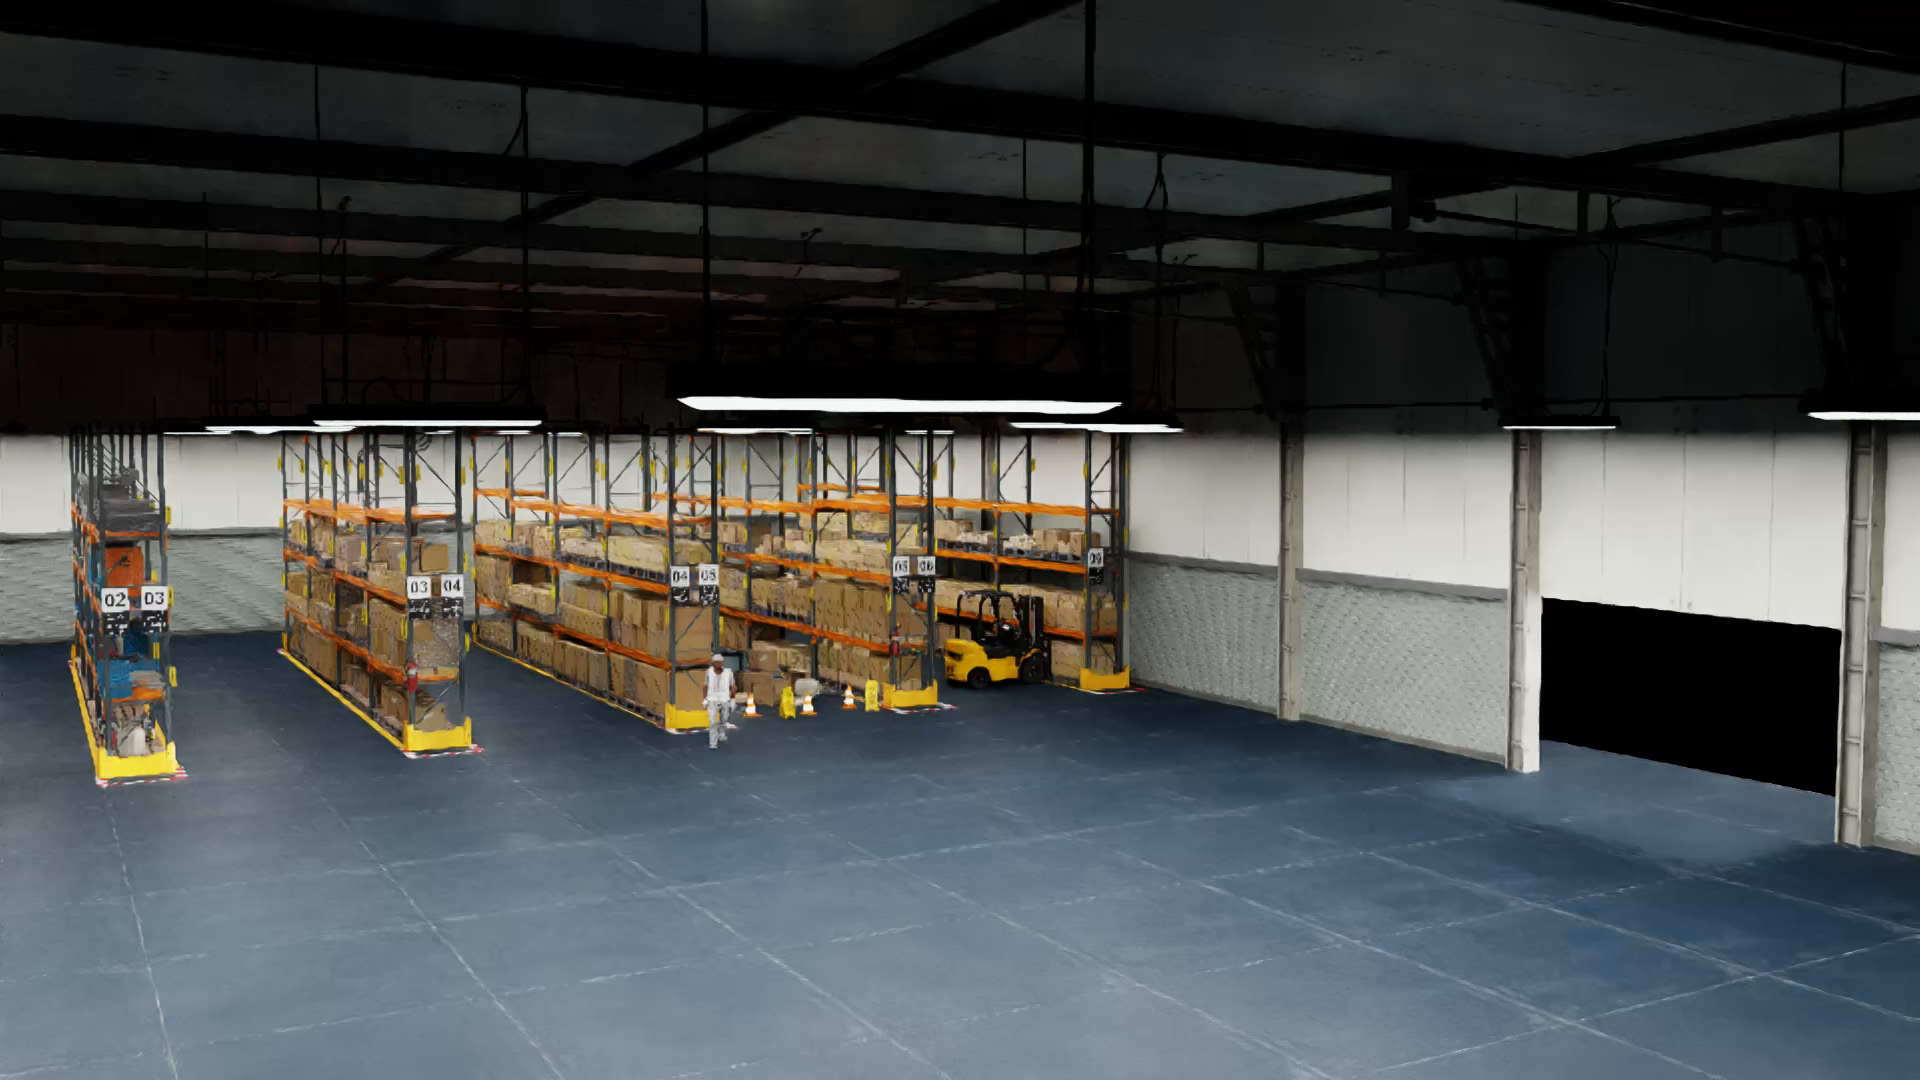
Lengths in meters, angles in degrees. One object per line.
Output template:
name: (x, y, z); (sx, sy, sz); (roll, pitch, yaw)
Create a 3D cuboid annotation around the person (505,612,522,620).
person: (-13.879, 1.765, 51.598); (0.491, 1.541, 0.931); (0, 4, -6)

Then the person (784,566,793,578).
person: (-5.457, 1.626, 52.962); (0.488, 1.657, 0.686); (2, 4, 34)

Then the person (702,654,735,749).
person: (-4.454, 2.954, 30.740); (0.591, 1.746, 0.951); (-1, 4, -14)
